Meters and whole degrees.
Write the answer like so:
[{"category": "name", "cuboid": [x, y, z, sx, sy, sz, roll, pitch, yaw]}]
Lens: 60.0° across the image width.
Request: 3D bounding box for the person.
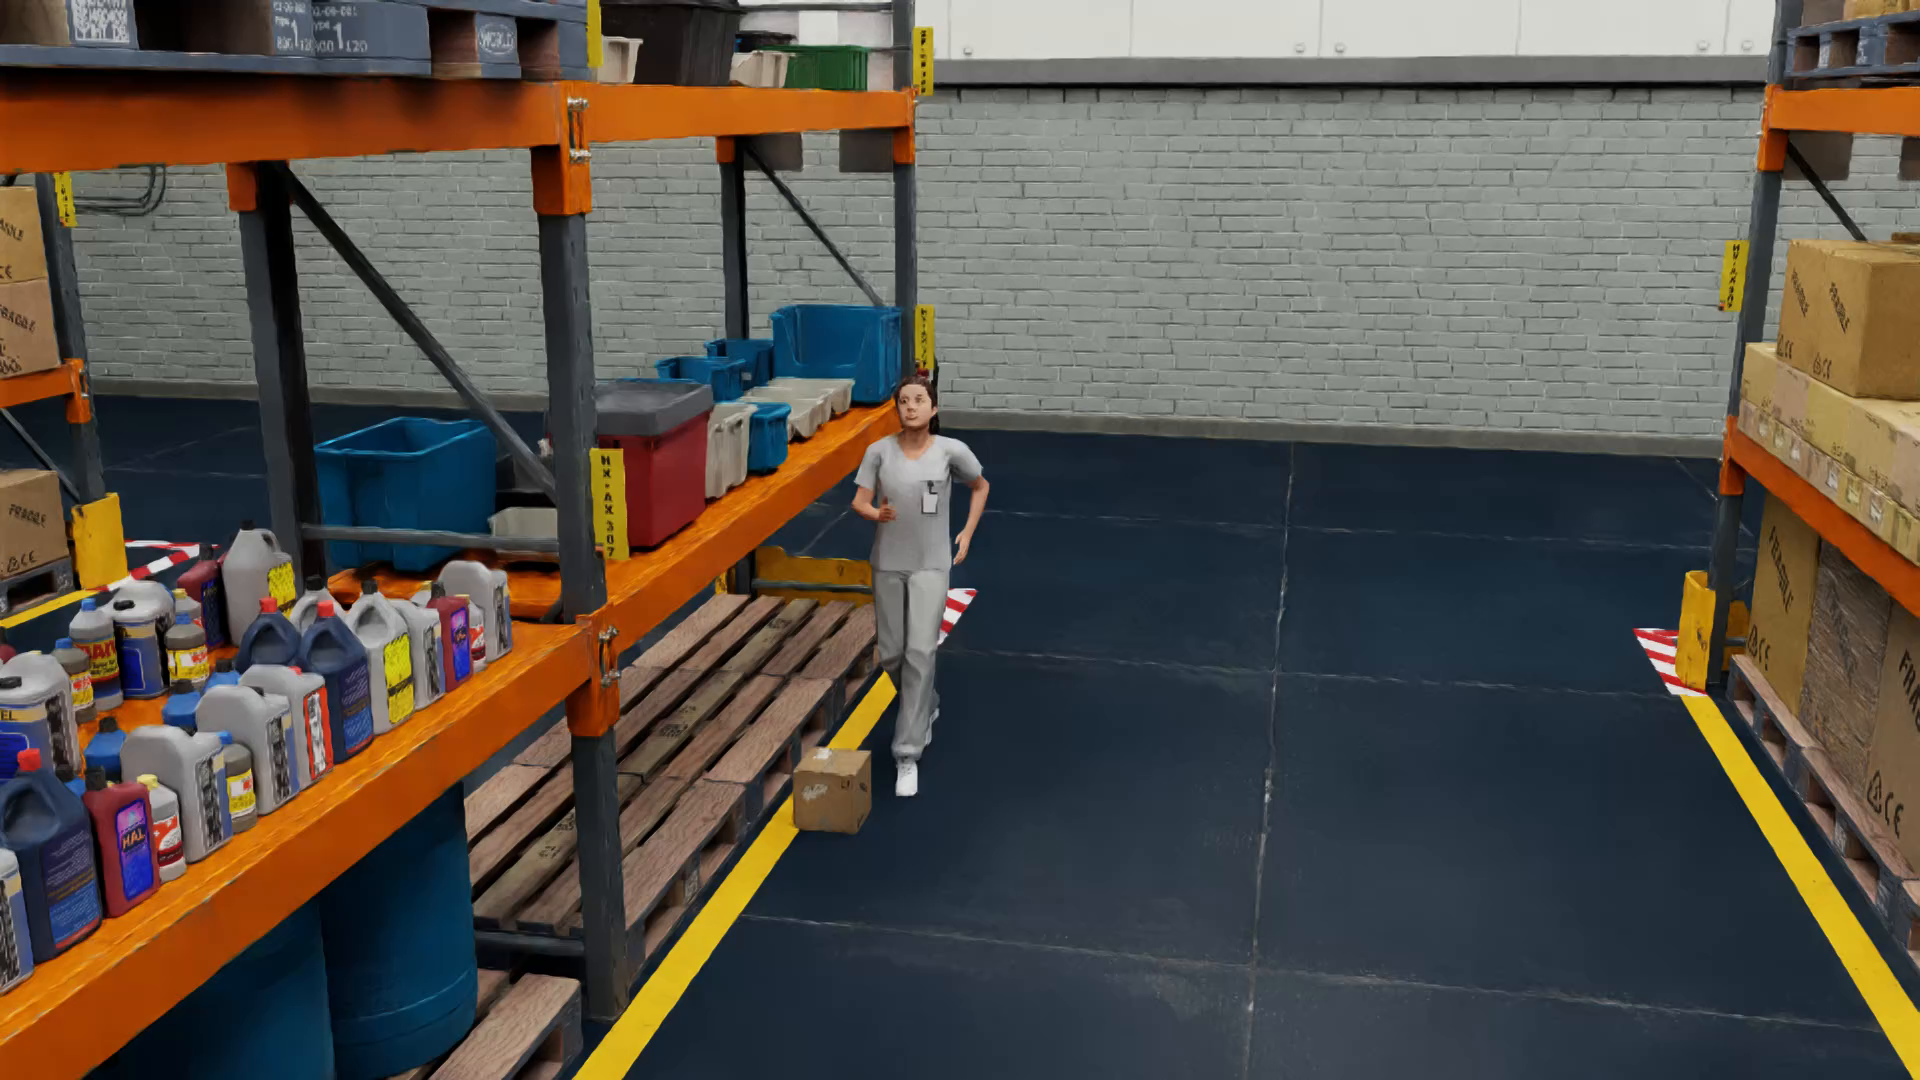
[{"category": "person", "cuboid": [-0.222, 0.165, 6.961, 0.527, 1.627, 0.797, 4, 15, 15]}]
